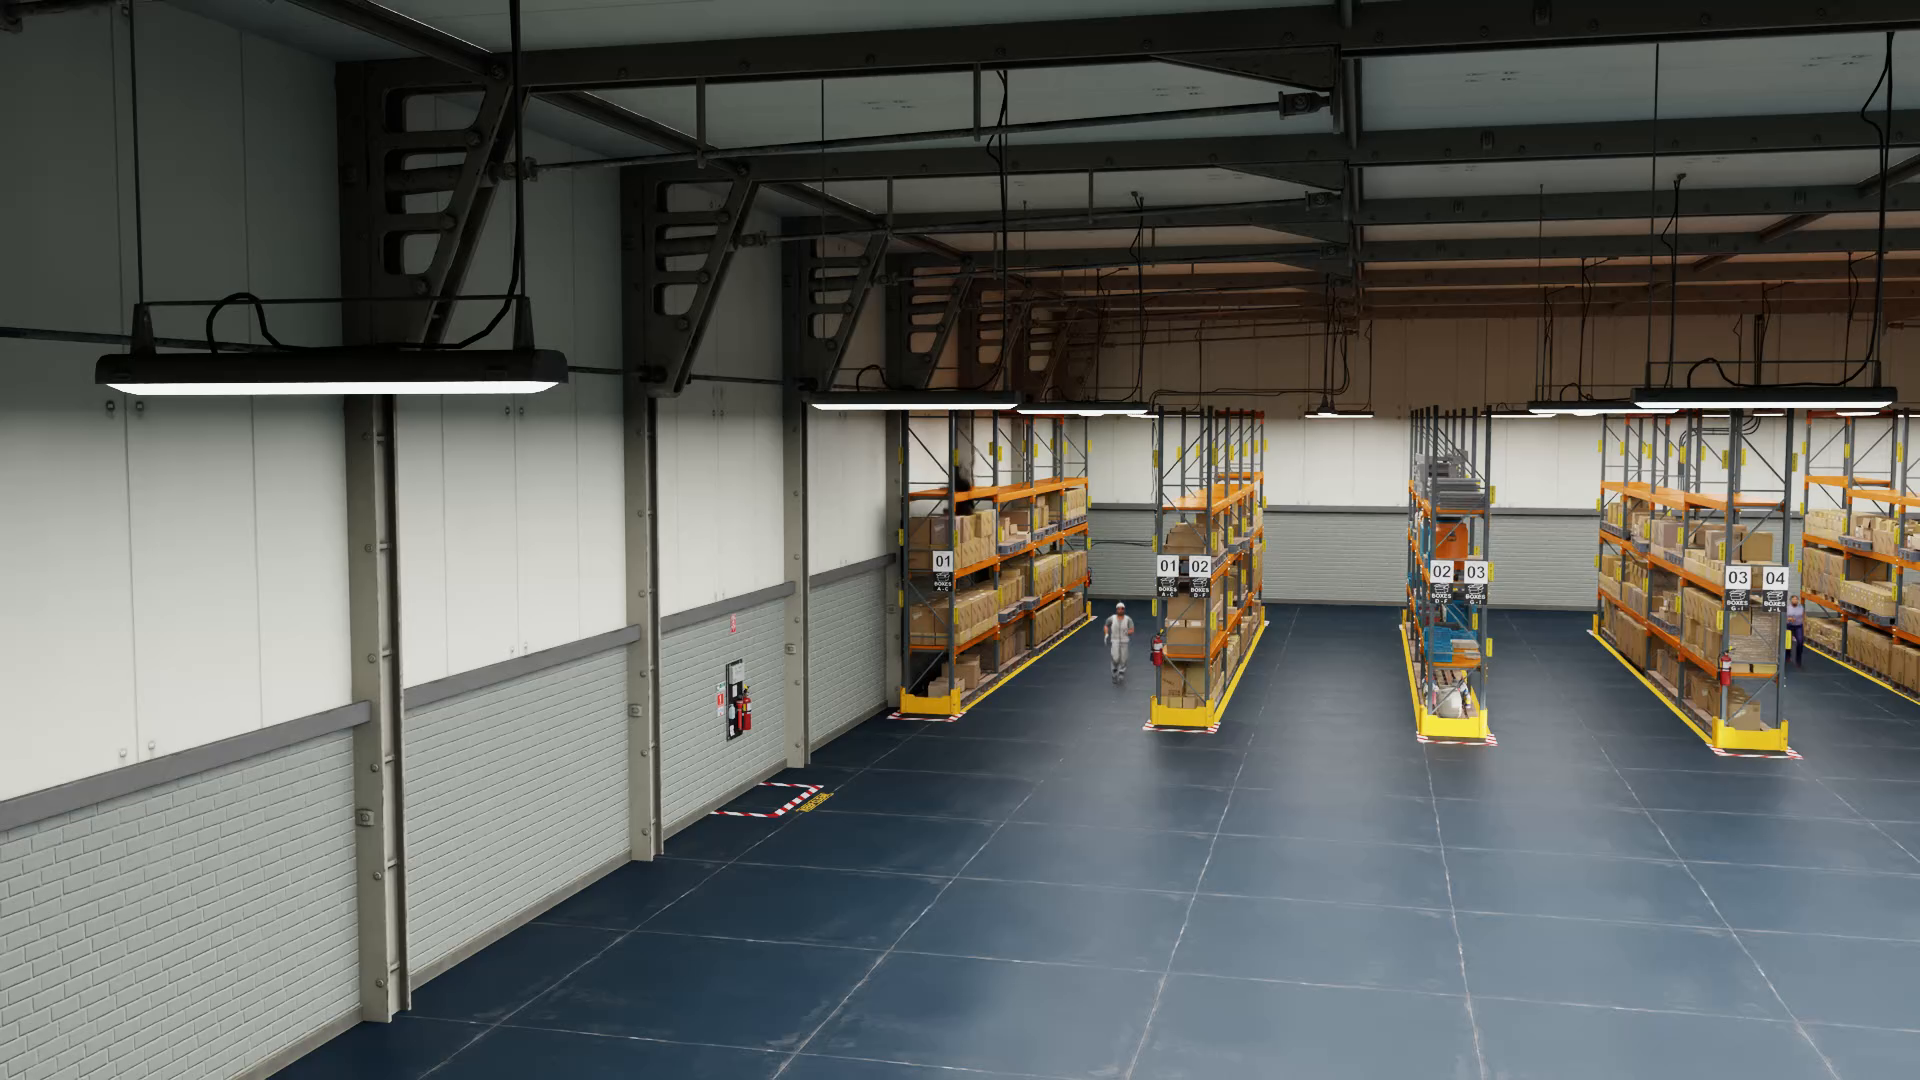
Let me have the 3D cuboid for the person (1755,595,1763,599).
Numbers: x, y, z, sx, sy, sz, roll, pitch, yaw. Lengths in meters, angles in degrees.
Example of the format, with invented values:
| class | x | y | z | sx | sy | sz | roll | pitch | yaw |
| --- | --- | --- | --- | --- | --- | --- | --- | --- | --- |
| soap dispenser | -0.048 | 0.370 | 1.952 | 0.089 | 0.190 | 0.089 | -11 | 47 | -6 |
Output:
| class | x | y | z | sx | sy | sz | roll | pitch | yaw |
| --- | --- | --- | --- | --- | --- | --- | --- | --- | --- |
| person | 20.492 | 1.873 | 42.911 | 0.637 | 1.604 | 0.594 | 2 | 5 | 26 |

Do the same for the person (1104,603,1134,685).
| class | x | y | z | sx | sy | sz | roll | pitch | yaw |
| --- | --- | --- | --- | --- | --- | --- | --- | --- | --- |
| person | 3.454 | 2.247 | 35.988 | 0.641 | 1.775 | 0.687 | 0 | 4 | 0 |

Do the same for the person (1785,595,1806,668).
| class | x | y | z | sx | sy | sz | roll | pitch | yaw |
| --- | --- | --- | --- | --- | --- | --- | --- | --- | --- |
| person | 19.430 | 2.131 | 38.793 | 0.594 | 1.705 | 0.761 | 1 | 4 | 17 |
